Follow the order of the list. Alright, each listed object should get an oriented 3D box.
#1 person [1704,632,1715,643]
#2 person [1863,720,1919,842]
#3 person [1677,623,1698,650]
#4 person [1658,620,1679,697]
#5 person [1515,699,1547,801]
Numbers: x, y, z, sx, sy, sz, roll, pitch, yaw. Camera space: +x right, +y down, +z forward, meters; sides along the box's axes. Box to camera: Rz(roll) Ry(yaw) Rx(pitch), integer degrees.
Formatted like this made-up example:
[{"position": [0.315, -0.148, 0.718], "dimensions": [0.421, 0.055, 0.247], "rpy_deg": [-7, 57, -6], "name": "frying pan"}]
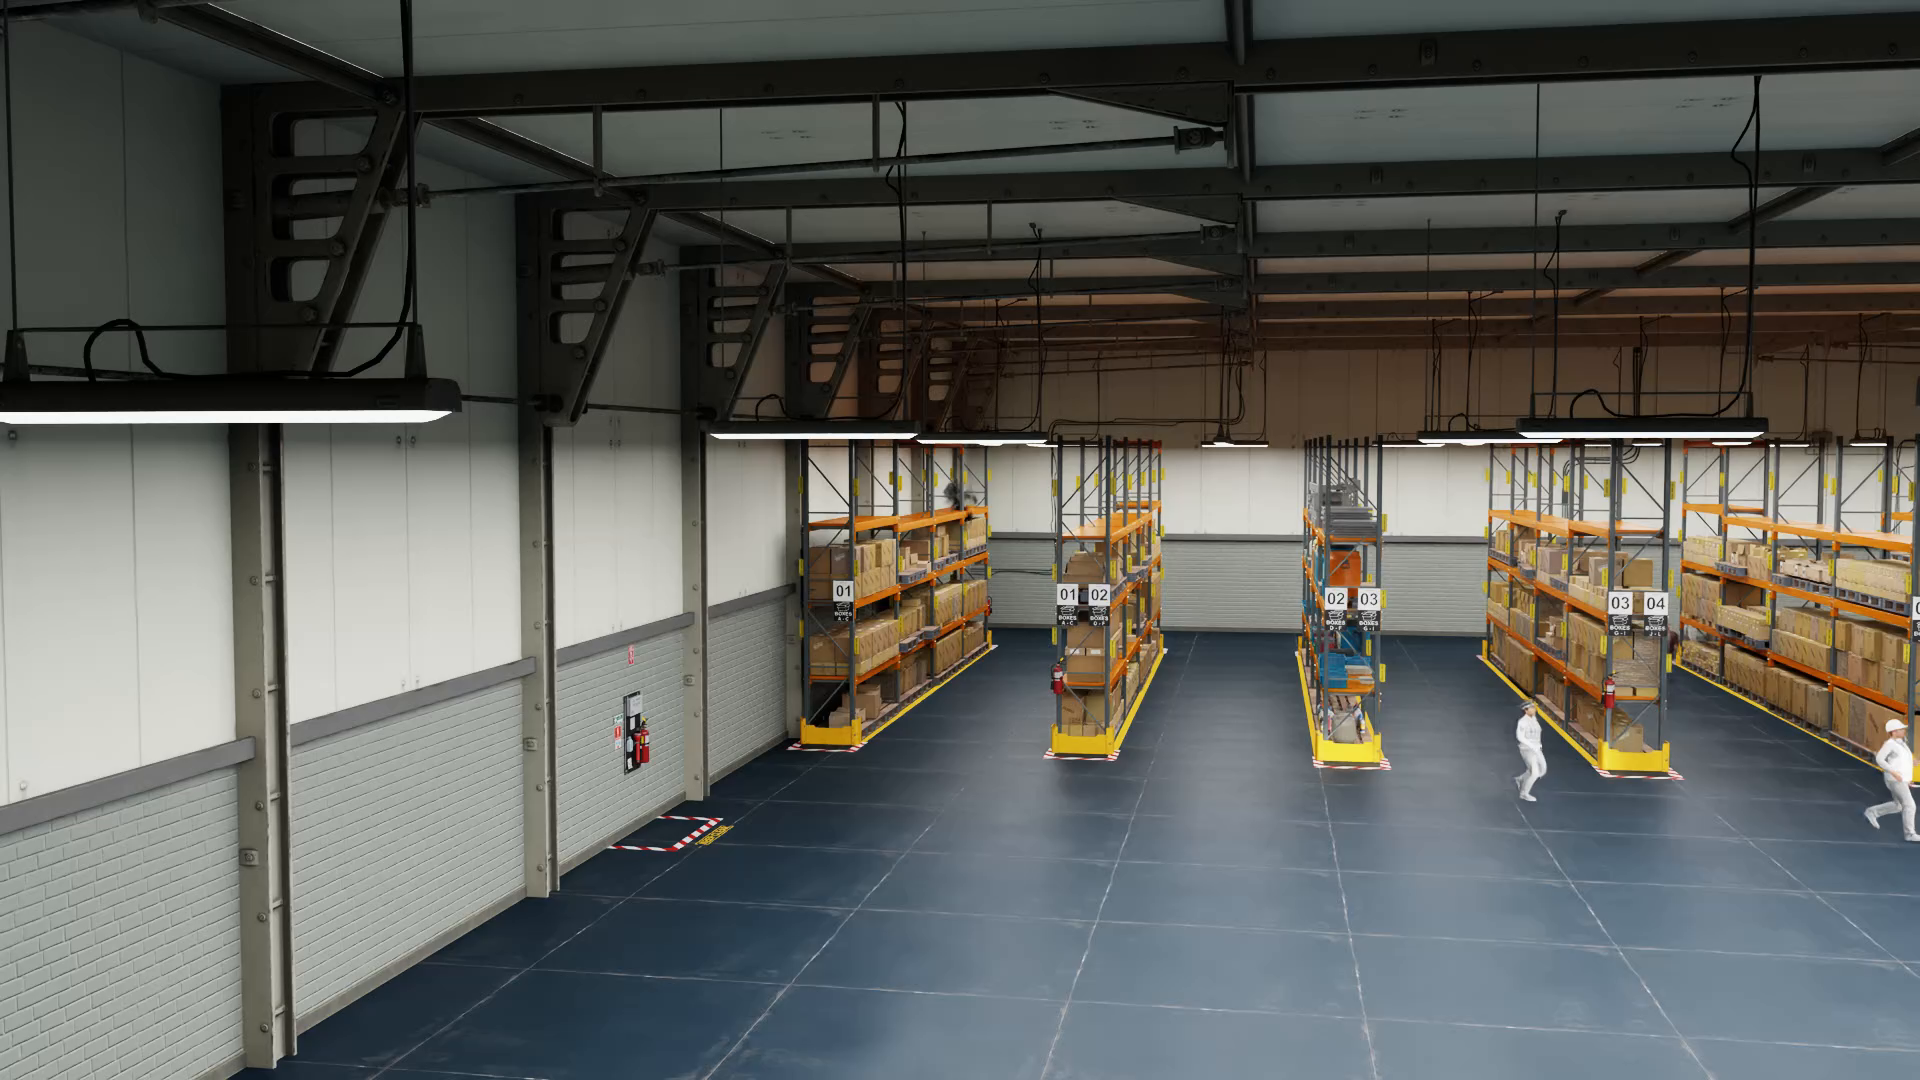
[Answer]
[{"position": [20.588, 2.384, 45.749], "dimensions": [0.765, 1.703, 0.917], "rpy_deg": [-2, 4, -38], "name": "person"}, {"position": [13.770, 3.518, 24.466], "dimensions": [0.897, 1.748, 0.668], "rpy_deg": [3, 4, 44], "name": "person"}, {"position": [20.102, 2.399, 45.632], "dimensions": [0.701, 1.834, 0.671], "rpy_deg": [0, 3, -5], "name": "person"}, {"position": [16.425, 2.759, 38.762], "dimensions": [0.613, 1.815, 0.909], "rpy_deg": [0, 3, -6], "name": "person"}, {"position": [9.337, 3.428, 27.205], "dimensions": [0.465, 1.664, 0.623], "rpy_deg": [3, 4, 43], "name": "person"}]
